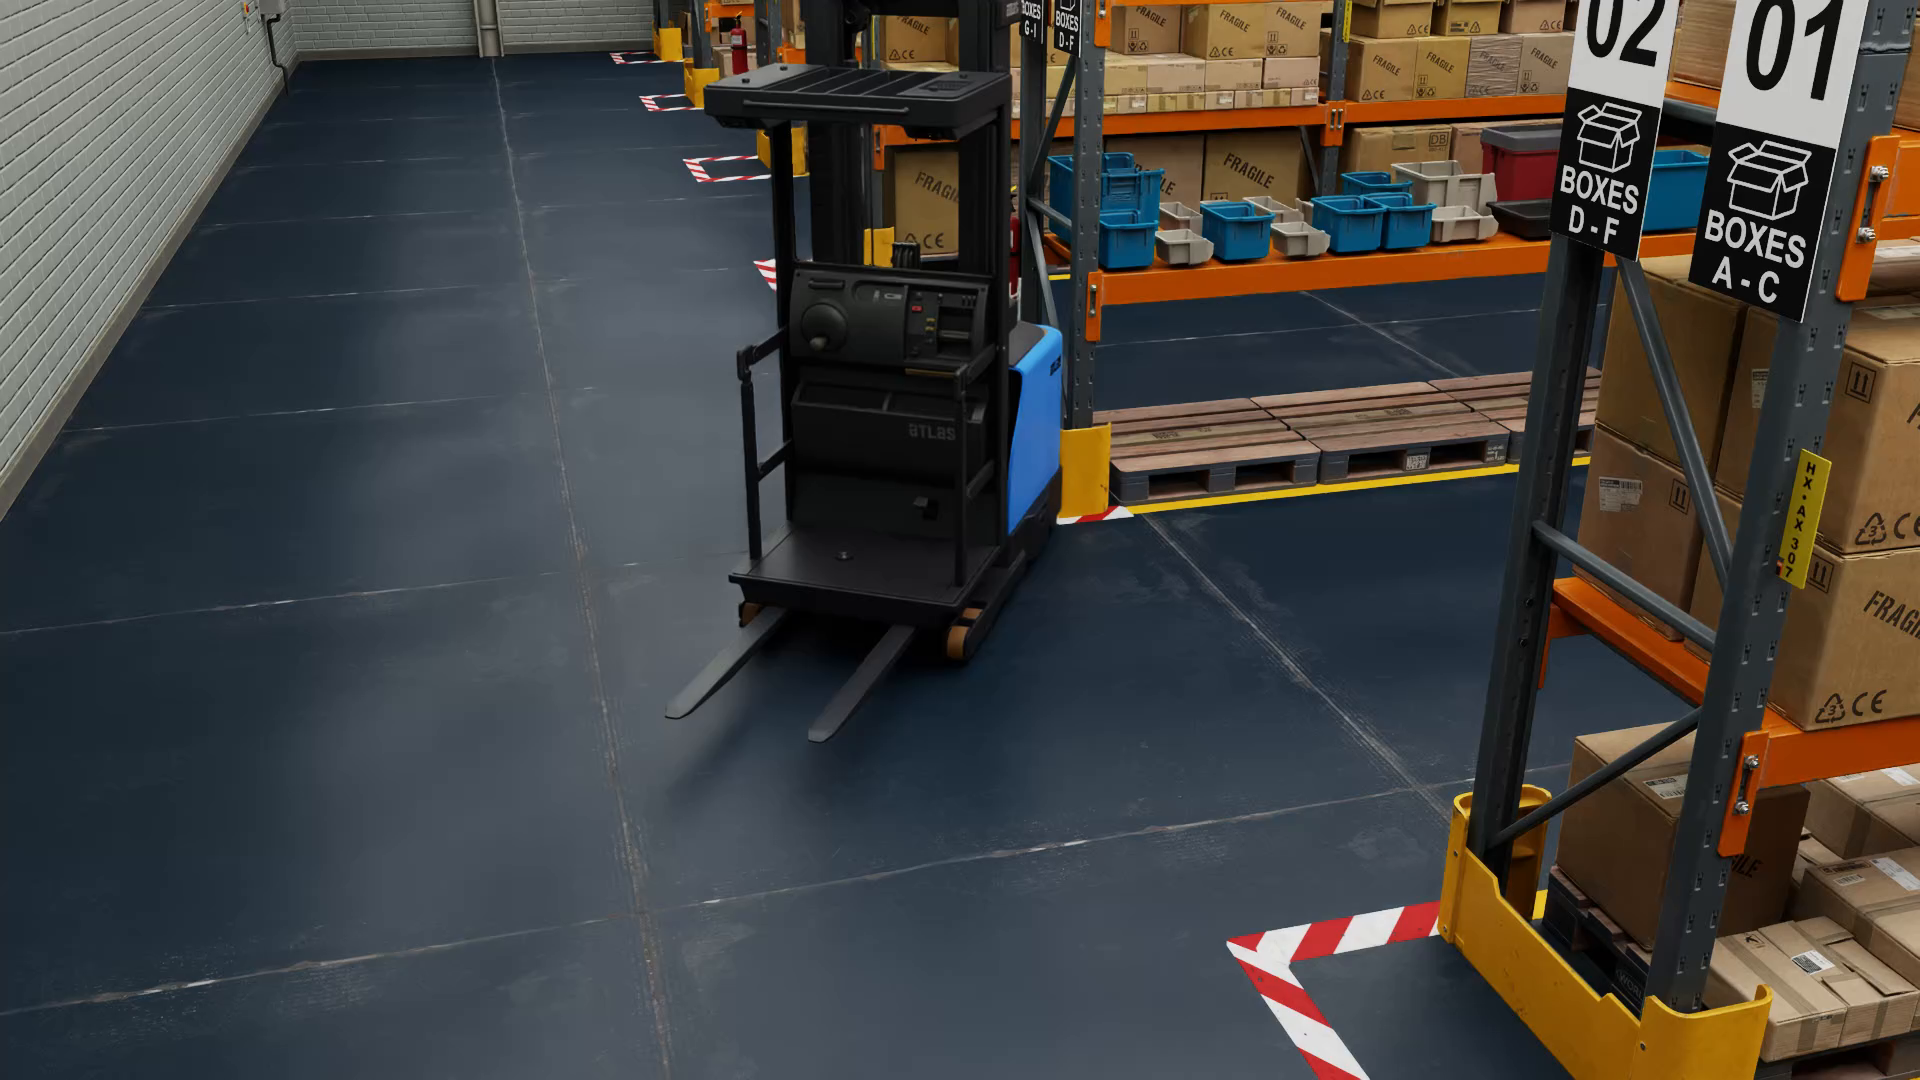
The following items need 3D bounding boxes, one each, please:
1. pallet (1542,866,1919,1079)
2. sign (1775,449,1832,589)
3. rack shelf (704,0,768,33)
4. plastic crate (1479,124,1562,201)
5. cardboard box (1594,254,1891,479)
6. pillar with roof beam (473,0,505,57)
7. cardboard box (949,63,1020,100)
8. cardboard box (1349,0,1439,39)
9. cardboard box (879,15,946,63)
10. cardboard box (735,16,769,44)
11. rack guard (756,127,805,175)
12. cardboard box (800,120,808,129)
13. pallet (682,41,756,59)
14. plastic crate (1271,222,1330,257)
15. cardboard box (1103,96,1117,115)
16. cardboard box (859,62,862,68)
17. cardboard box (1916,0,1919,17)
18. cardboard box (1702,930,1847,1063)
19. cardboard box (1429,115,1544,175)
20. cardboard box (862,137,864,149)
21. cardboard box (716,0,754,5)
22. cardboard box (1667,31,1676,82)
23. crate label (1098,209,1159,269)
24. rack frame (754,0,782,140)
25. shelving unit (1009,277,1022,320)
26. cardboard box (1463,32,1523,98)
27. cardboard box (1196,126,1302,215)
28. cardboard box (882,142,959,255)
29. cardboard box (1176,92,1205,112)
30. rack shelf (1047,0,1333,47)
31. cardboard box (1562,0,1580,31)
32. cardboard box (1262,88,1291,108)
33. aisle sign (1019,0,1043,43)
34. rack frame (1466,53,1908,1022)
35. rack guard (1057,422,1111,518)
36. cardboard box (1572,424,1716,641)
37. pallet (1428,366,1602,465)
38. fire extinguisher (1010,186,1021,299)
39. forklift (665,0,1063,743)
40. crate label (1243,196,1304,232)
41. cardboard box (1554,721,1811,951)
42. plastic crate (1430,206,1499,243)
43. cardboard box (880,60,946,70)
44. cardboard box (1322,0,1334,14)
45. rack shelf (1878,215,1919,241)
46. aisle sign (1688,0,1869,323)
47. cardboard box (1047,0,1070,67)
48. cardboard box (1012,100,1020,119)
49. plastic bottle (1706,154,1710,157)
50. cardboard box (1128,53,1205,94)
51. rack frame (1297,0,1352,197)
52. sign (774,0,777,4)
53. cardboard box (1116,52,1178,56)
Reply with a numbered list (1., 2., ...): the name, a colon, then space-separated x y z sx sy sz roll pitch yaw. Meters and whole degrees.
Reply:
1. pallet: 2.700 1.331 5.381 1.213 0.211 1.003 -6 24 -14
2. sign: 2.006 -0.049 3.963 0.005 0.325 0.100 -6 24 -14
3. rack shelf: -1.565 -7.264 22.787 4.000 0.370 1.077 -6 24 -14
4. plastic crate: 3.449 -2.222 9.966 0.583 0.464 0.402 -6 24 -14
5. cardboard box: 2.213 -0.515 4.751 0.500 0.500 0.500 -7 24 -15
6. pillar with roof beam: -6.511 -10.443 21.676 0.400 9.000 9.100 -6 24 -14
7. cardboard box: 0.221 -3.693 13.366 0.500 0.250 0.500 -7 24 -15
8. cardboard box: 3.651 -4.623 14.321 0.637 0.503 0.797 -7 24 -16
9. cardboard box: -0.415 -4.183 13.557 0.500 0.500 0.500 -6 24 -14
10. cardboard box: -3.387 -8.415 27.195 0.500 0.500 0.700 -5 24 -12
11. rack guard: -1.983 -4.372 18.306 0.348 0.500 1.175 -6 24 -14
12. cardboard box: -1.625 -4.697 18.598 0.250 0.149 0.380 -7 24 -16
13. pallet: -3.994 -8.077 27.307 1.213 0.211 1.003 -6 24 -14
14. plastic crate: 1.836 -1.621 8.983 0.298 0.136 0.250 -6 24 -14
15. cardboard box: 1.098 -3.580 13.609 0.250 0.149 0.380 -7 24 -16
16. cardboard box: -1.134 -6.701 23.280 0.875 0.438 0.875 -7 24 -16
17. cardboard box: 2.424 -1.353 3.851 0.500 0.250 0.500 -6 24 -14
18. cardboard box: 2.355 1.336 4.889 0.250 0.149 0.380 -6 24 -14
19. cardboard box: 4.509 -3.433 15.108 0.875 0.875 1.225 -7 24 -16
20. cardboard box: -0.998 -4.418 18.325 0.250 0.149 0.380 -6 24 -14
21. cardboard box: -2.950 -7.369 21.994 0.500 0.500 0.500 -7 24 -15
22. cardboard box: 6.000 -4.319 14.886 0.500 0.500 0.500 -7 24 -15
23. crate label: 0.851 -1.590 8.789 0.303 0.233 0.416 -6 24 -14
24. rack frame: -2.056 -5.513 17.794 0.127 3.000 1.000 -6 24 -14
25. shelving unit: 0.040 -0.851 9.179 0.503 1.200 0.258 7 17 15
26. cardboard box: 4.514 -4.152 14.496 0.500 0.500 0.500 -7 24 -16
27. cardboard box: 2.381 -3.222 14.616 0.875 0.875 0.875 -6 24 -14
28. cardboard box: -0.219 -2.934 13.946 0.875 0.875 0.875 -6 24 -14
29. cardboard box: 1.842 -3.663 13.801 0.250 0.149 0.380 -6 24 -13
30. rack shelf: 2.450 -2.999 9.044 4.000 0.370 1.077 -6 24 -14
31. cardboard box: 5.553 -4.838 14.822 0.637 0.503 0.797 -6 24 -13
32. cardboard box: 2.585 -3.745 13.993 0.250 0.149 0.380 -6 24 -13
33. aisle sign: 0.376 -3.037 8.726 0.004 0.787 0.394 -6 24 -14
34. rack frame: 1.859 0.142 4.614 0.127 3.000 1.000 -6 24 -14
35. rack guard: 0.505 -0.582 9.473 0.348 0.500 1.175 -6 24 -14
36. cardboard box: 2.217 -0.055 4.946 0.500 0.500 0.500 -6 24 -13
37. pallet: 3.678 -0.790 10.324 1.213 0.211 1.003 -6 24 -14
38. fire extinguisher: 0.257 -1.688 9.451 0.183 0.674 0.296 -6 24 -14
39. forklift: -0.388 -0.974 7.304 1.130 2.935 3.031 7 24 16
40. crate label: 1.805 -1.865 9.550 0.243 0.136 0.396 -6 24 -14
41. cardboard box: 2.316 0.938 5.373 0.500 0.500 0.500 -6 24 -14
42. plastic crate: 2.781 -1.771 9.332 0.466 0.136 0.293 -6 24 -14
43. cardboard box: -0.418 -3.839 13.706 0.500 0.250 0.500 -7 24 -15
44. cardboard box: 4.060 -6.081 18.903 0.250 0.149 0.380 -6 24 -13
45. rack shelf: 6.302 -2.047 10.629 4.000 0.370 1.077 -6 24 -14
46. aisle sign: 1.873 -0.933 3.825 0.004 0.787 0.394 -6 24 -14
47. cardboard box: 0.700 -4.091 13.341 0.500 0.500 0.500 -7 24 -16
48. cardboard box: 0.362 -3.500 13.420 0.250 0.149 0.380 -7 24 -15
49. plastic bottle: 4.668 -2.272 10.399 0.135 0.276 0.152 -6 24 -14
50. cardboard box: 1.695 -3.856 13.745 0.500 0.250 0.500 -6 24 -13
51. rack frame: 3.038 -4.045 14.373 0.127 3.000 1.000 -6 24 -14
52. sign: -1.909 -5.705 17.143 0.005 0.325 0.100 -6 24 -14
53. cardboard box: 1.537 -4.054 14.206 0.500 0.250 0.500 -6 24 -13
